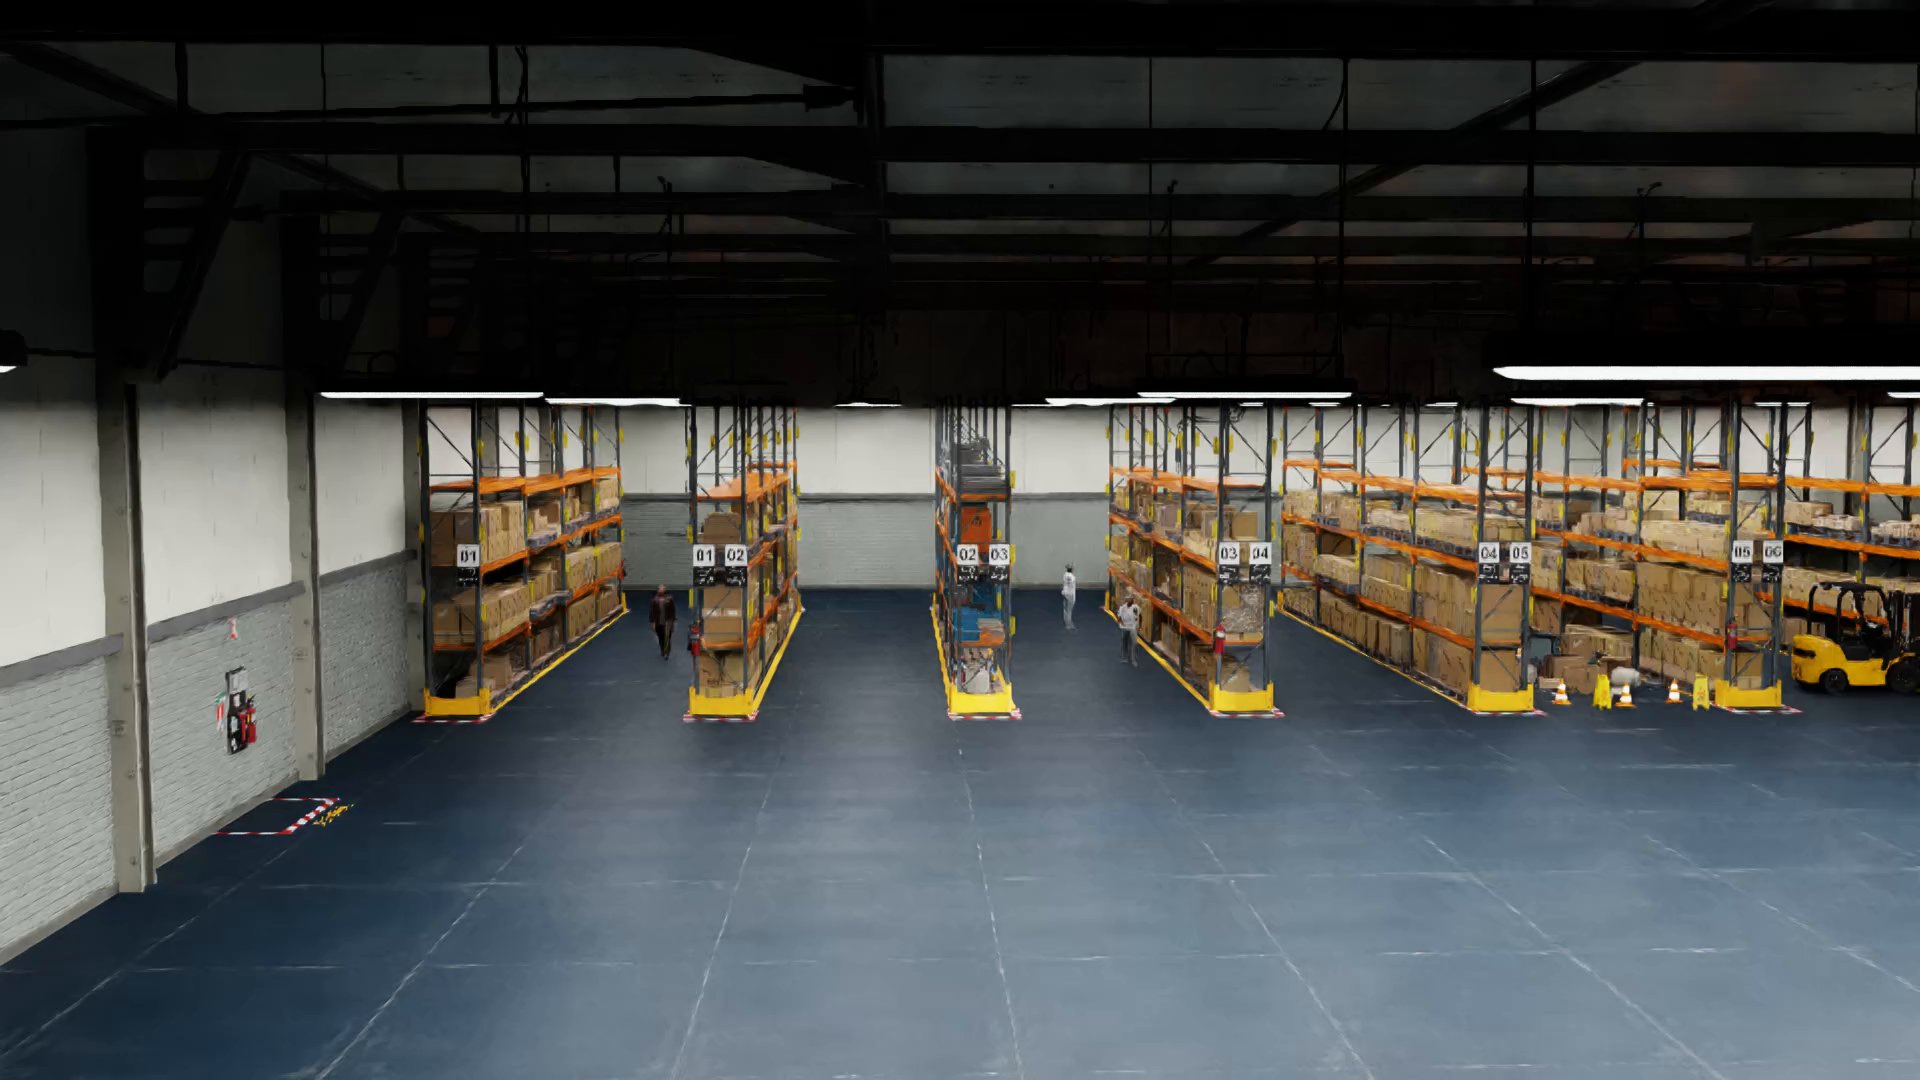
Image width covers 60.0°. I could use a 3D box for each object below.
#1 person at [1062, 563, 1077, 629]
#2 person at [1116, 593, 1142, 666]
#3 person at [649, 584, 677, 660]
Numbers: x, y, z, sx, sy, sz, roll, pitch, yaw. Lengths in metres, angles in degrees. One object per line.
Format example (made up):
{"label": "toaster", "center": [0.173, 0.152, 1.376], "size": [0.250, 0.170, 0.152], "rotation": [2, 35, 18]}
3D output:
{"label": "person", "center": [2.891, 1.452, 43.481], "size": [0.433, 1.681, 0.553], "rotation": [-3, 5, -29]}
{"label": "person", "center": [3.803, 1.978, 37.338], "size": [0.603, 1.620, 0.831], "rotation": [0, 5, 3]}
{"label": "person", "center": [-6.823, 1.856, 38.129], "size": [0.598, 1.698, 1.193], "rotation": [0, 4, 0]}
